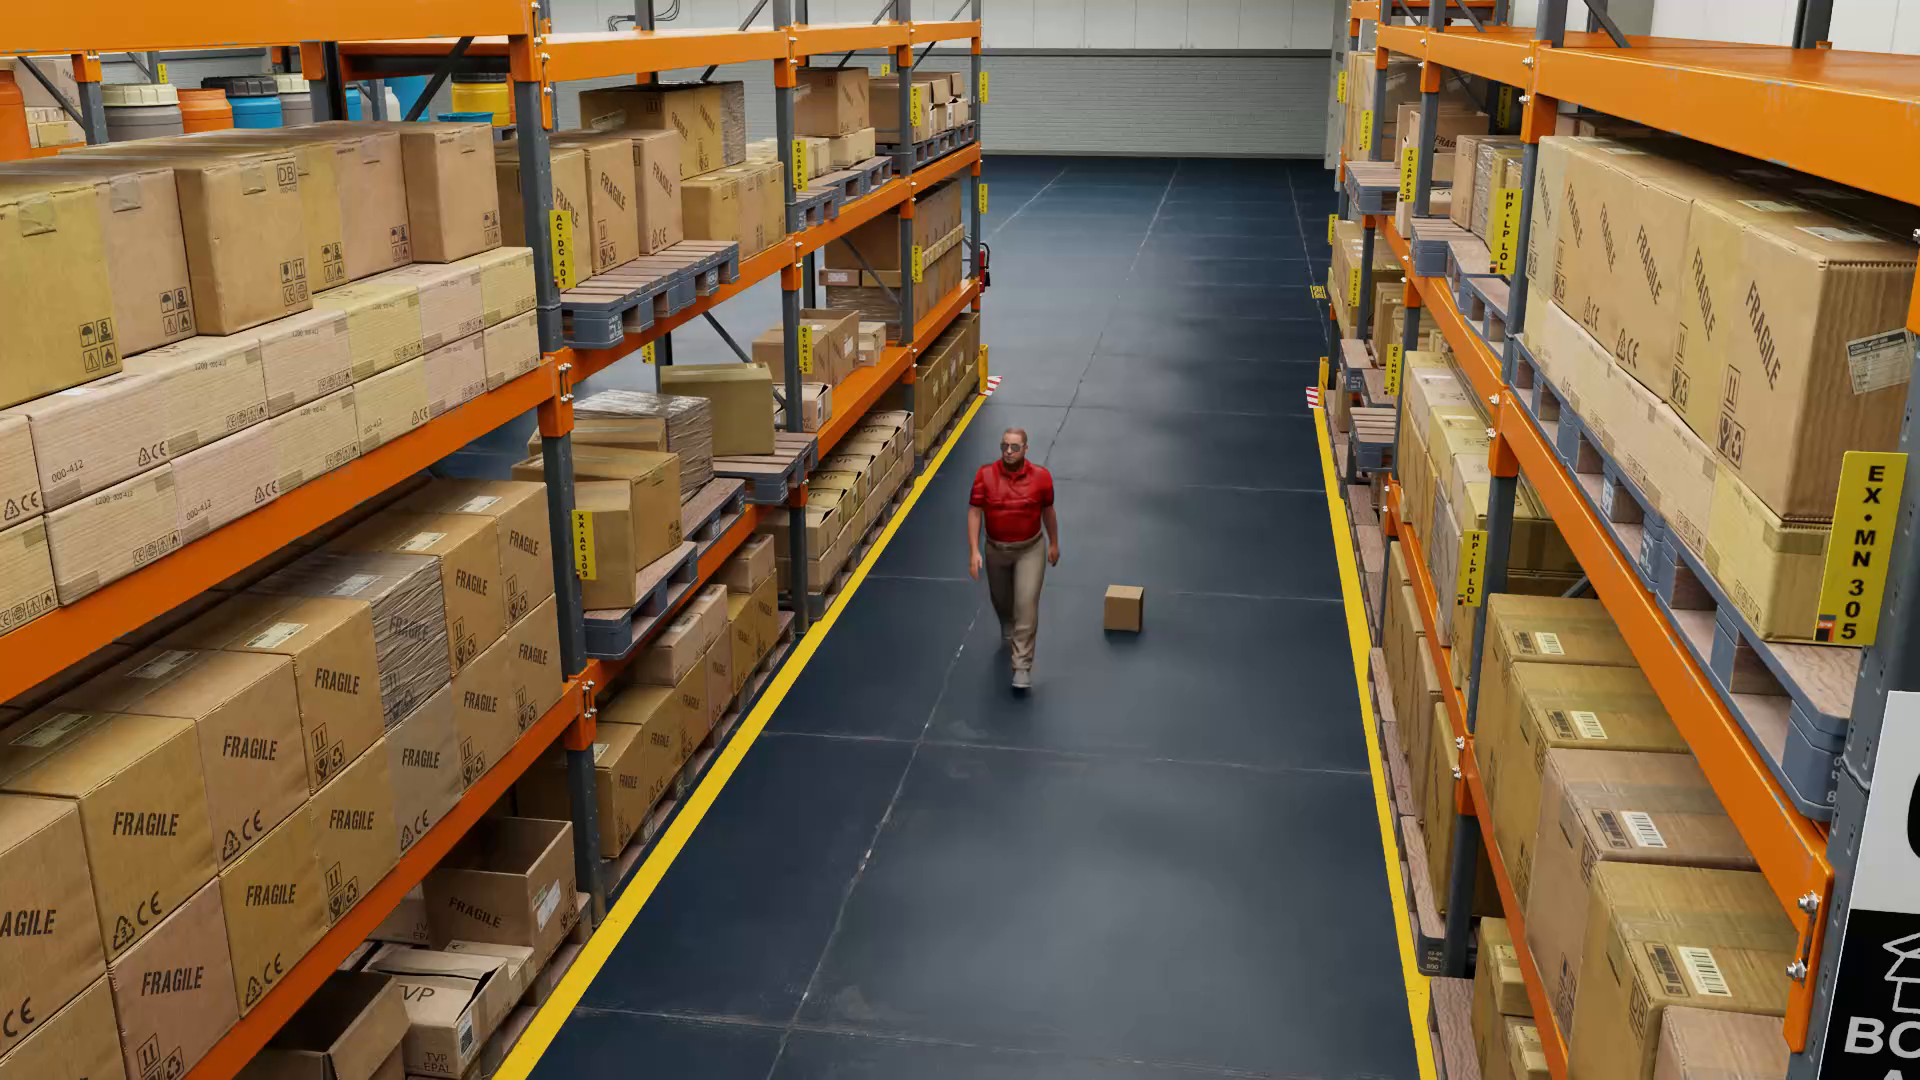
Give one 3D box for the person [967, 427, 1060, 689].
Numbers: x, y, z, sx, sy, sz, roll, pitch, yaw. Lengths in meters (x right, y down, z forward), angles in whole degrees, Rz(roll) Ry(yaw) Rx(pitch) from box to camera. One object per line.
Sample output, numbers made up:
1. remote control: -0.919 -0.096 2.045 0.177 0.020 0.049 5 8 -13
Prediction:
1. person: 0.351 0.052 10.968 0.578 1.662 1.115 3 18 9
